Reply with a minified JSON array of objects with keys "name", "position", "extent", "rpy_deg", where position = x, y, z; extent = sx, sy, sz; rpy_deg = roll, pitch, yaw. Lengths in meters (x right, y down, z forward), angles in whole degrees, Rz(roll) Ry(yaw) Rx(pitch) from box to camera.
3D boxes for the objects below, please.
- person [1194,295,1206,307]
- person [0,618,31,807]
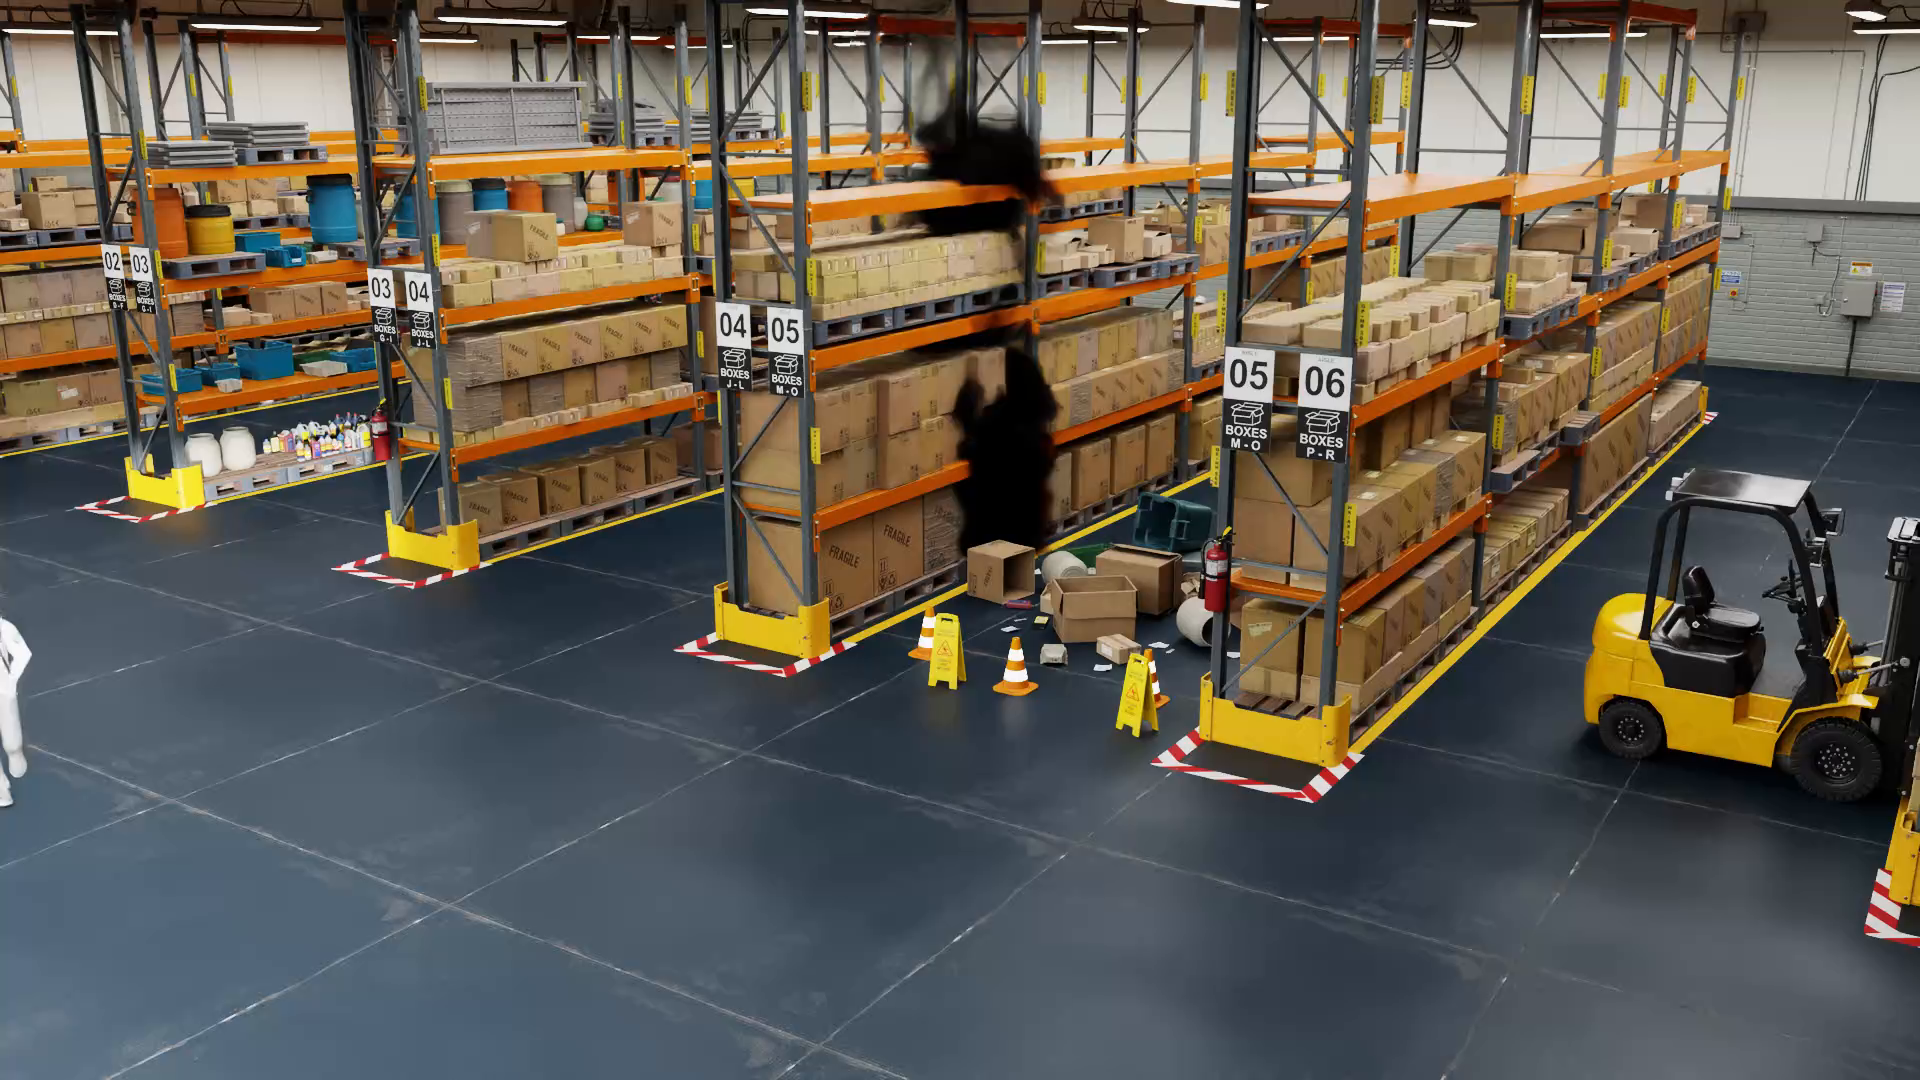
[{"name":"person","position":[3.876,-3.107,27.149],"extent":[0.668,1.767,0.679],"rpy_deg":[12,19,36]},{"name":"person","position":[-7.099,1.118,12.143],"extent":[0.613,1.634,0.559],"rpy_deg":[-8,17,-26]}]
